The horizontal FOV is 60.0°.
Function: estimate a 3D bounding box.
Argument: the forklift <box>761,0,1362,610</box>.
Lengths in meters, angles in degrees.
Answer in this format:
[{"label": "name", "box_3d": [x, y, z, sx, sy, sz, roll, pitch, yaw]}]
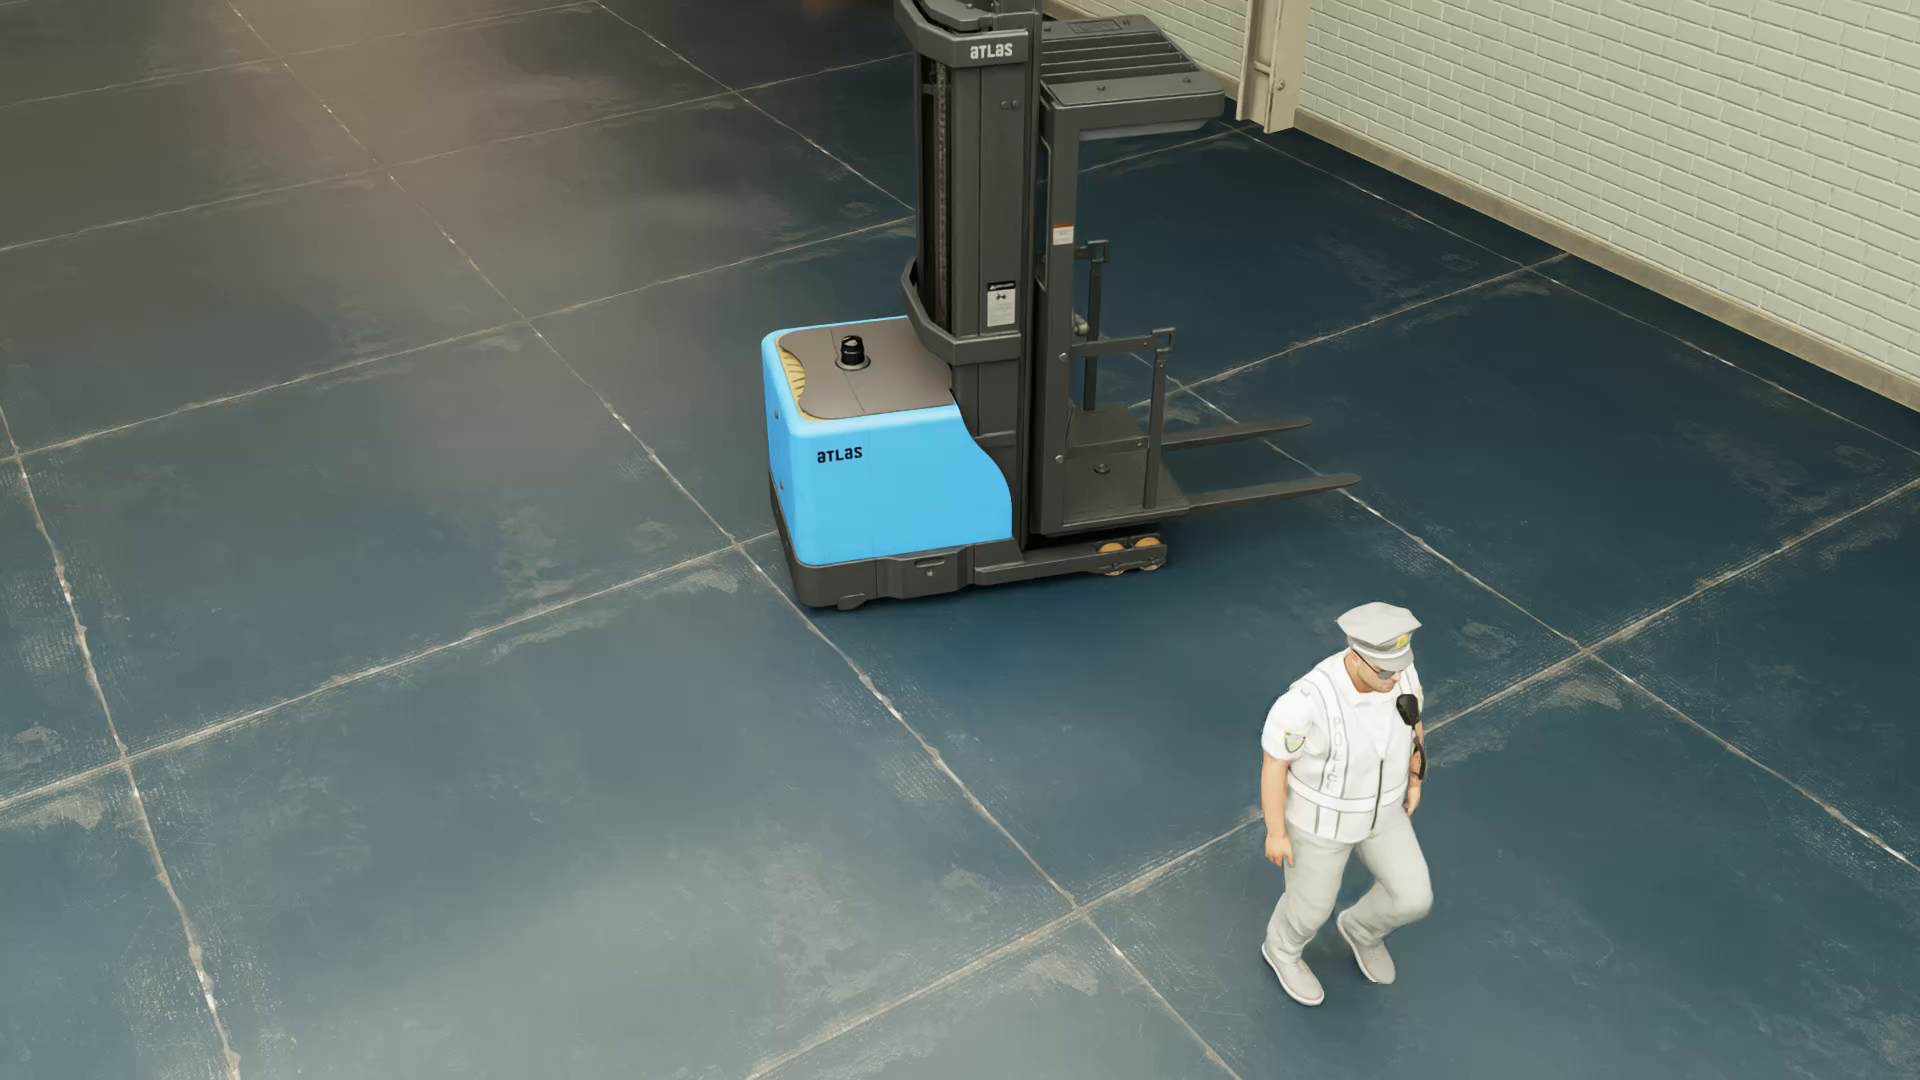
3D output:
[{"label": "forklift", "box_3d": [0.568, -1.305, 8.005, 3.031, 2.935, 1.130, -8, 36, -12]}]

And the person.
[{"label": "person", "box_3d": [1.376, 0.979, 5.827, 0.650, 1.771, 0.496, -15, 38, -20]}]
